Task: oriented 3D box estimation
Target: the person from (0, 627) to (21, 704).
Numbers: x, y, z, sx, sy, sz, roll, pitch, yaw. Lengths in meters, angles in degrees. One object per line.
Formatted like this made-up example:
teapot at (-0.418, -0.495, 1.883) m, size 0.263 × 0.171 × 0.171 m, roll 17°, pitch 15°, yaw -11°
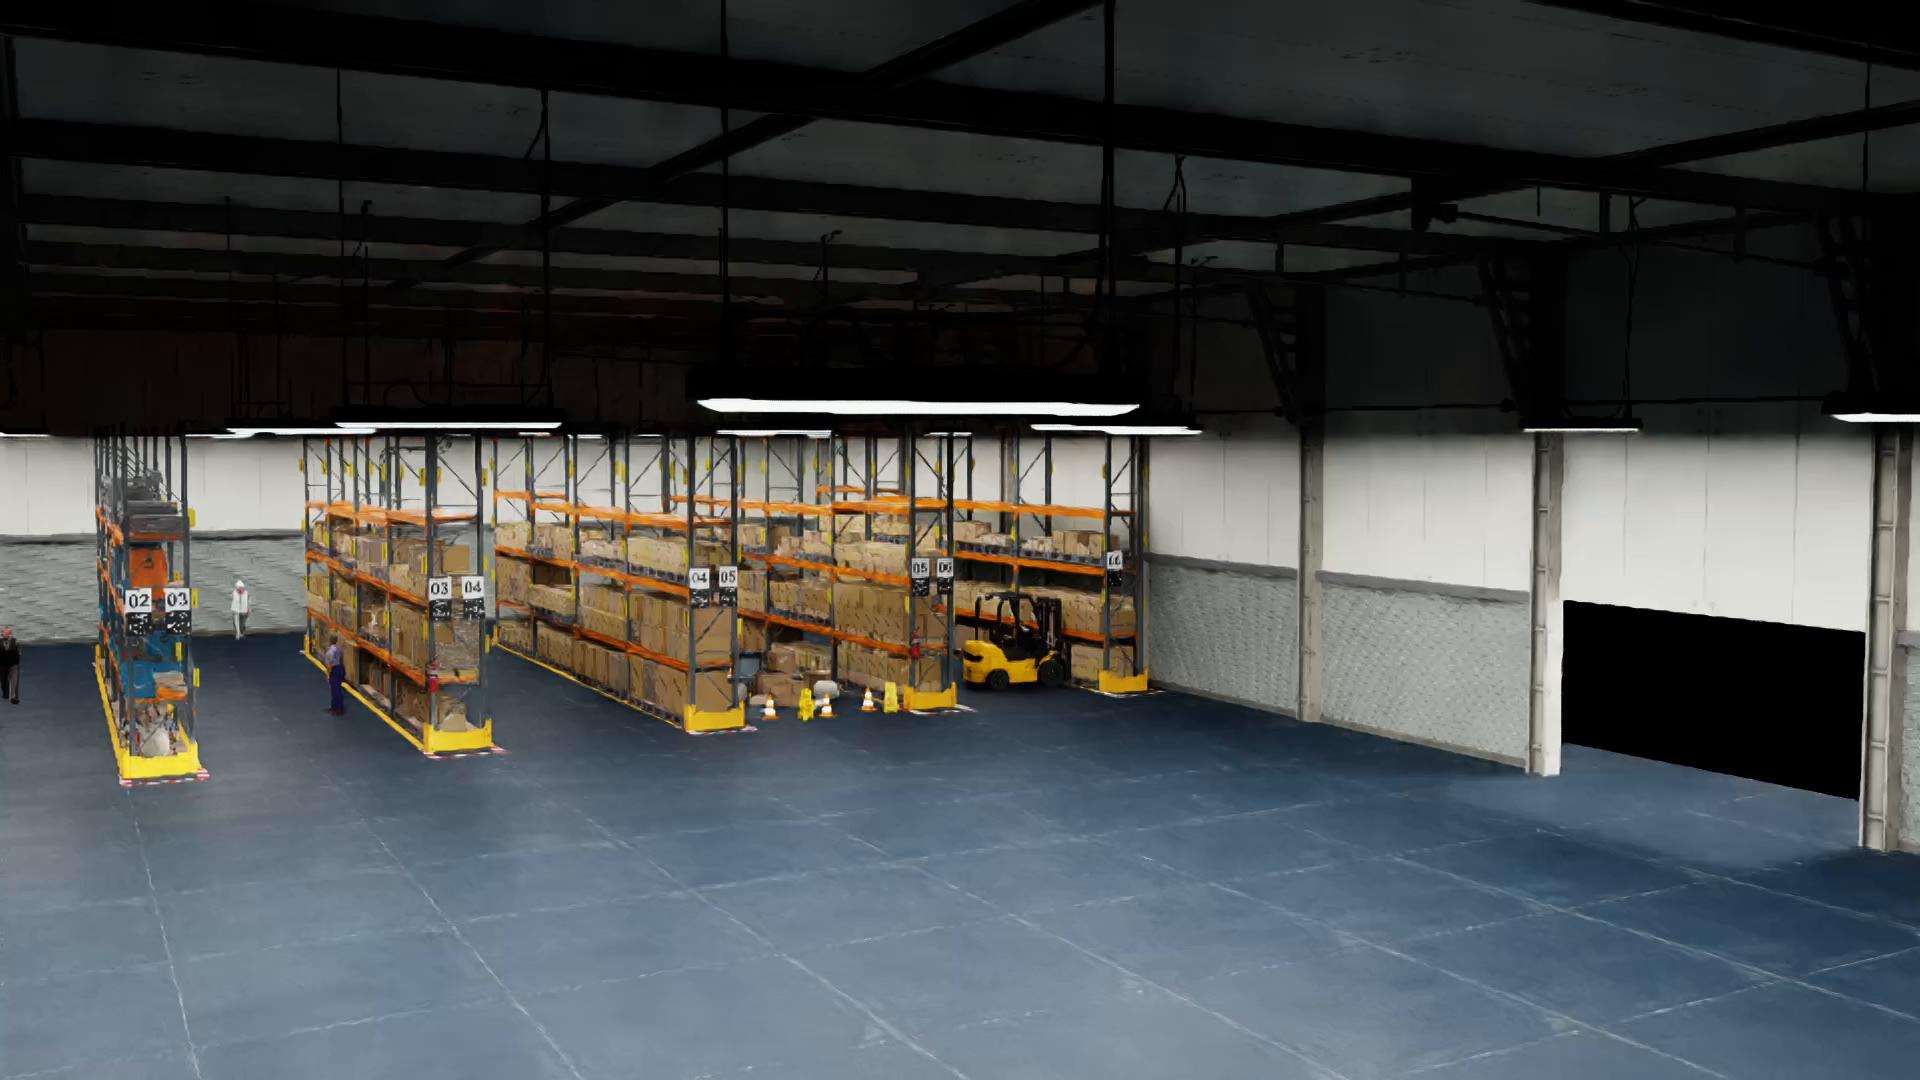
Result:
person at (-20.684, 2.704, 36.089) m, size 0.543 × 1.647 × 1.115 m, roll -2°, pitch 4°, yaw -27°

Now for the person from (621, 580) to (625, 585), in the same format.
person at (-9.672, 1.982, 48.125) m, size 0.625 × 1.661 × 0.689 m, roll -3°, pitch 4°, yaw -36°

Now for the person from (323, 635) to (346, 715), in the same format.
person at (-13.054, 2.797, 34.649) m, size 0.556 × 1.632 × 0.598 m, roll 0°, pitch 3°, yaw 1°

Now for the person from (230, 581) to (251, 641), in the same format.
person at (-20.463, 1.999, 47.331) m, size 0.543 × 1.700 × 1.119 m, roll -2°, pitch 4°, yaw -31°
